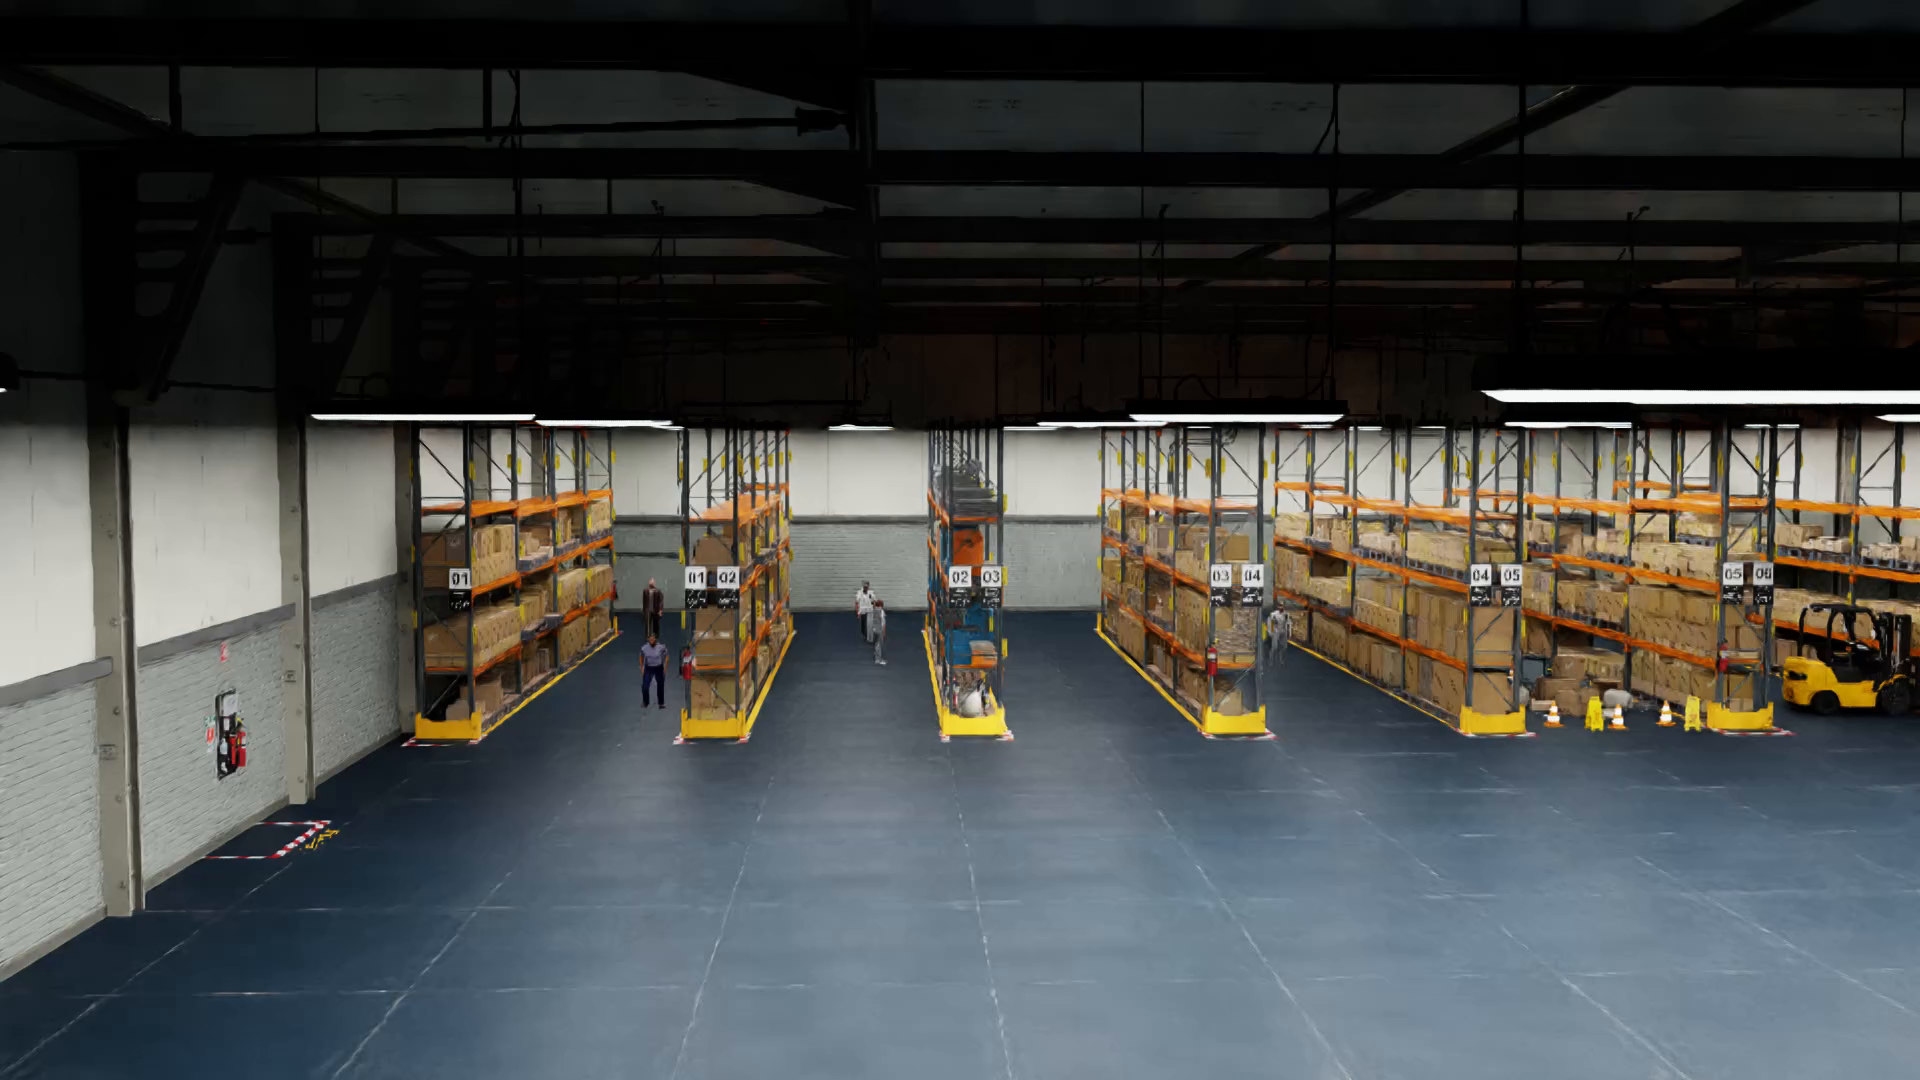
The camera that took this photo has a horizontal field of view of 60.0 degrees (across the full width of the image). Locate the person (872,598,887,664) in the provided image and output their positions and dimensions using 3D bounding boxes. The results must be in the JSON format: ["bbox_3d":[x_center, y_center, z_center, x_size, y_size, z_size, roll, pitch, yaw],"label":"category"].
[{"bbox_3d":[-1.966,2.243,41.025,0.406,1.587,0.468,-2,4,-33],"label":"person"}]

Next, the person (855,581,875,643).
[{"bbox_3d":[-2.568,1.928,45.088,0.542,1.675,1.126,0,4,0],"label":"person"}]

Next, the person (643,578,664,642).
[{"bbox_3d":[-8.376,1.900,45.334,0.600,1.725,1.111,0,4,-4],"label":"person"}]

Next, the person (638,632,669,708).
[{"bbox_3d":[-6.336,2.689,34.405,0.625,1.596,0.517,0,4,-5],"label":"person"}]

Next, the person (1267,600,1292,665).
[{"bbox_3d":[7.818,2.263,40.689,0.639,1.628,0.512,0,4,-4],"label":"person"}]
